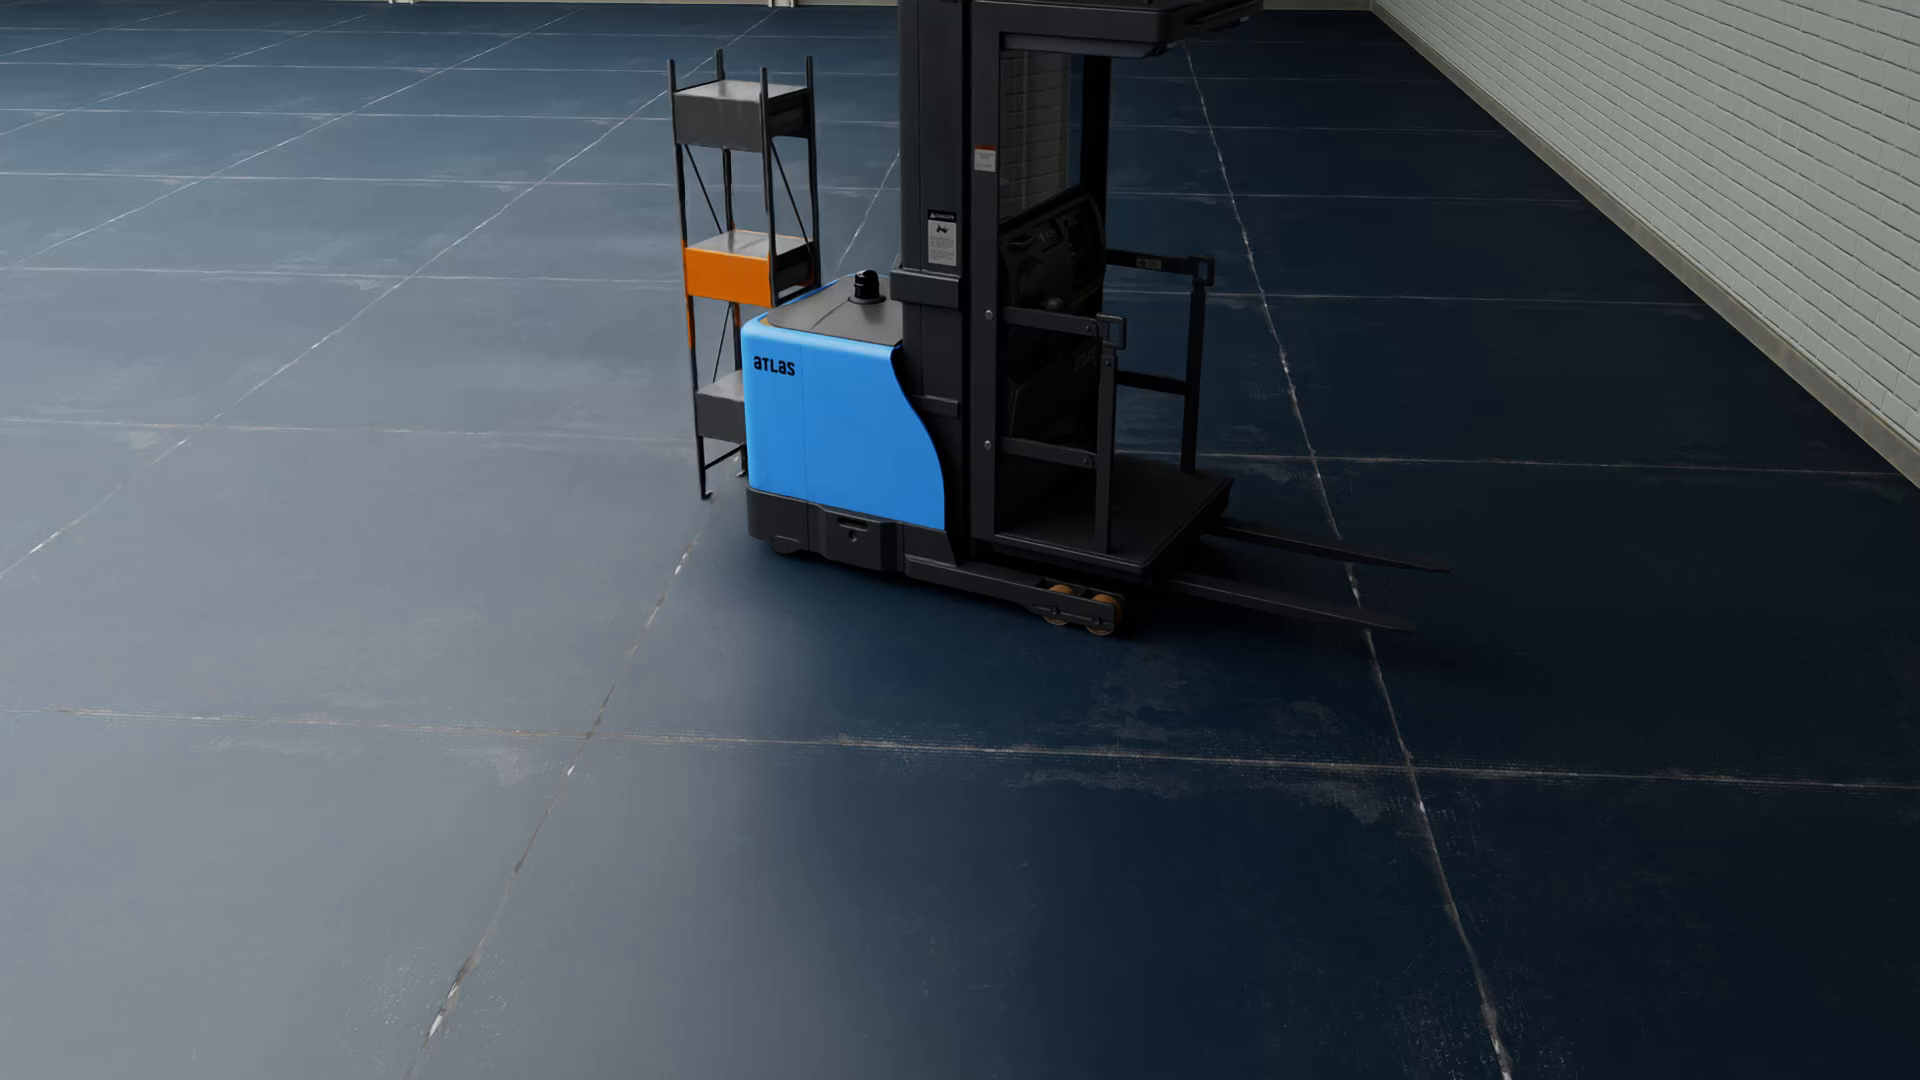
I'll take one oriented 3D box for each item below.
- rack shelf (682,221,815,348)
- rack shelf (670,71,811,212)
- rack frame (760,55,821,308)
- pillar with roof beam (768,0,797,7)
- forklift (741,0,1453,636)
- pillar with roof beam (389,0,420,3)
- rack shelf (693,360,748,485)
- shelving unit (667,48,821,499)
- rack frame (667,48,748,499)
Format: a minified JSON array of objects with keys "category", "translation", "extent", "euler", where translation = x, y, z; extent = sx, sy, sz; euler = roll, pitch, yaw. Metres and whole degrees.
[{"category":"rack shelf","translation":[-0.971,-1.172,7.815],"extent":[0.480,0.518,0.431],"euler":[12,27,25]},{"category":"rack shelf","translation":[-0.973,-1.808,7.524],"extent":[0.480,0.518,0.431],"euler":[12,27,25]},{"category":"rack frame","translation":[-0.755,-1.138,7.706],"extent":[0.015,2.100,0.400],"euler":[12,27,25]},{"category":"pillar with roof beam","translation":[-3.066,-10.552,19.918],"extent":[0.400,9.000,9.100],"euler":[2,25,4]},{"category":"forklift","translation":[0.573,-1.190,6.829],"extent":[3.031,2.935,1.130],"euler":[12,27,25]},{"category":"pillar with roof beam","translation":[-9.048,-10.744,20.335],"extent":[0.400,9.000,9.100],"euler":[2,25,4]},{"category":"rack shelf","translation":[-0.969,-0.536,8.107],"extent":[0.480,0.518,0.431],"euler":[12,27,25]},{"category":"shelving unit","translation":[-0.971,-1.184,7.810],"extent":[0.503,2.100,0.431],"euler":[12,27,25]},{"category":"rack frame","translation":[-1.187,-1.231,7.913],"extent":[0.015,2.100,0.400],"euler":[12,27,25]}]
